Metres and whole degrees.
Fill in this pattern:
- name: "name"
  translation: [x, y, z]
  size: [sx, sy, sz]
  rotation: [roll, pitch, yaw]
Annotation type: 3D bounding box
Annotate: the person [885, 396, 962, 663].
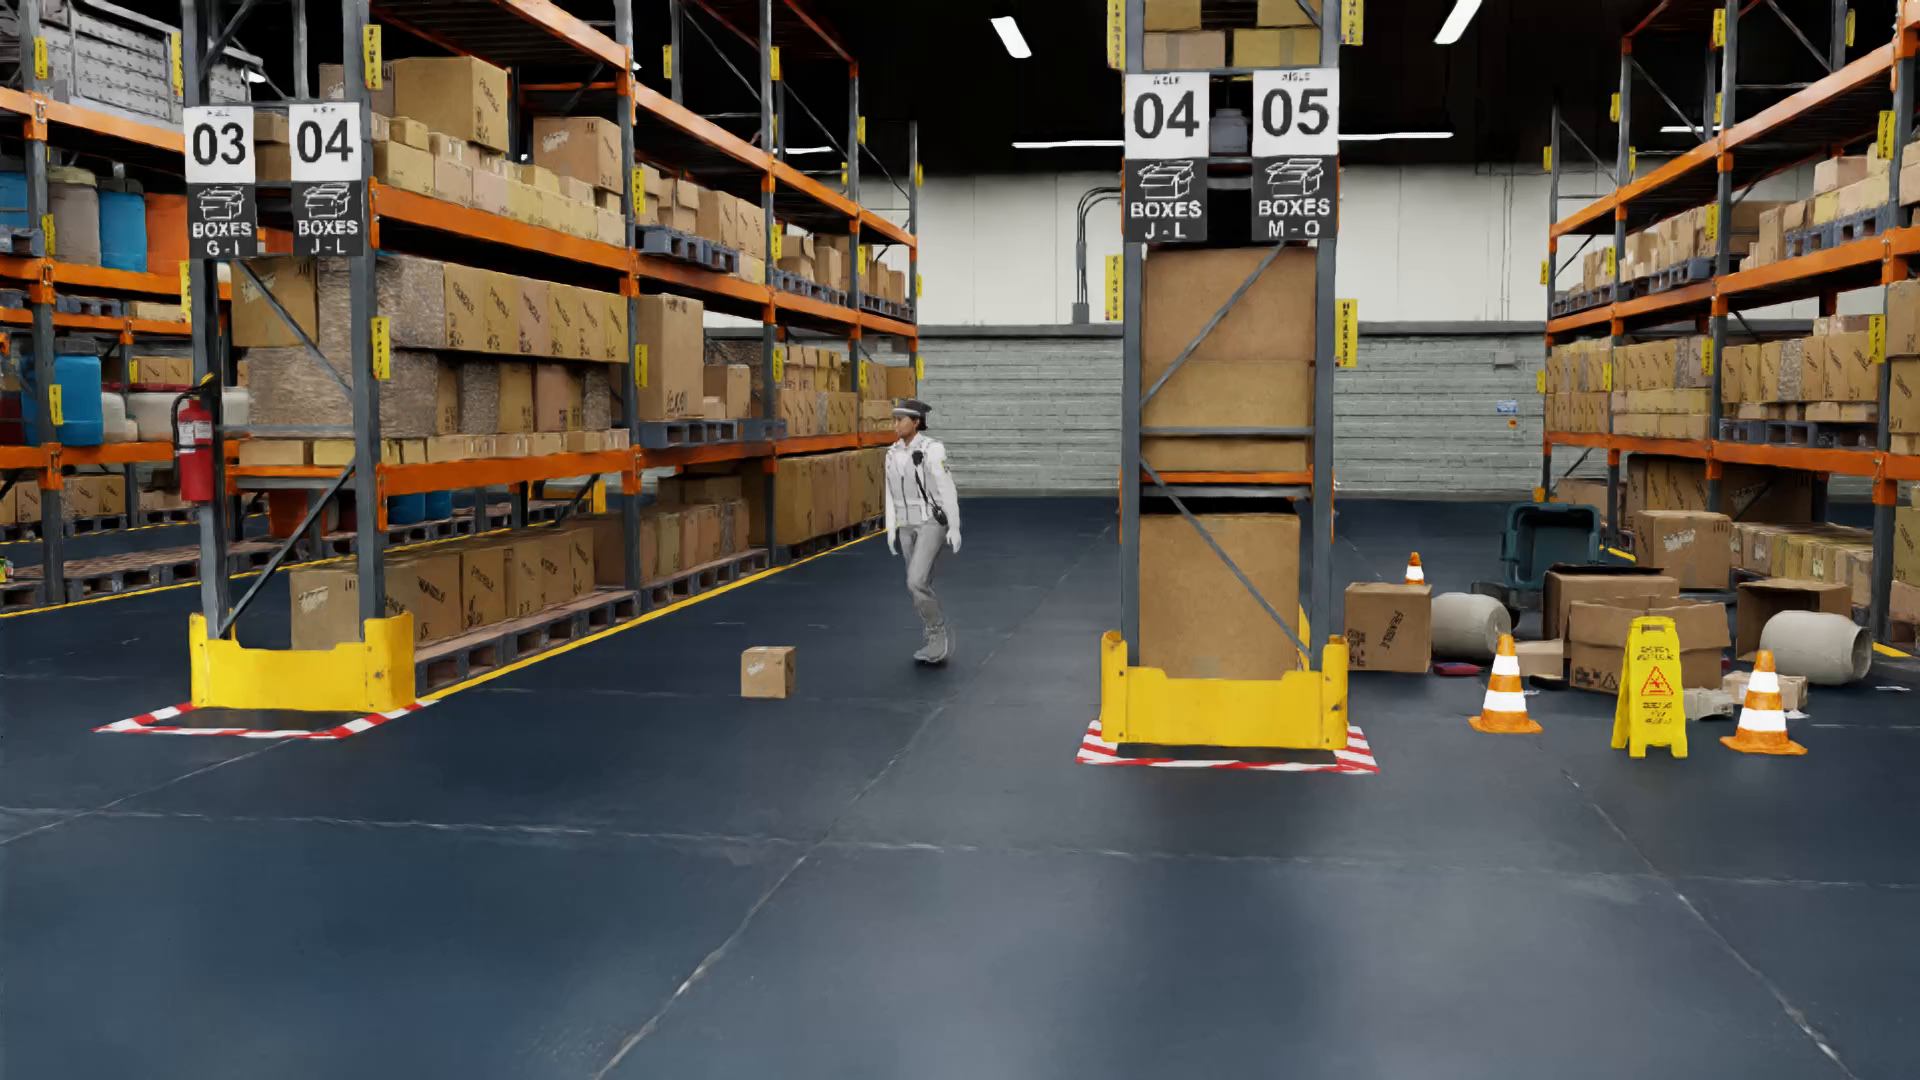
- name: "person"
  translation: [-0.255, -0.071, 10.465]
  size: [0.514, 1.667, 0.486]
  rotation: [4, 6, 41]
